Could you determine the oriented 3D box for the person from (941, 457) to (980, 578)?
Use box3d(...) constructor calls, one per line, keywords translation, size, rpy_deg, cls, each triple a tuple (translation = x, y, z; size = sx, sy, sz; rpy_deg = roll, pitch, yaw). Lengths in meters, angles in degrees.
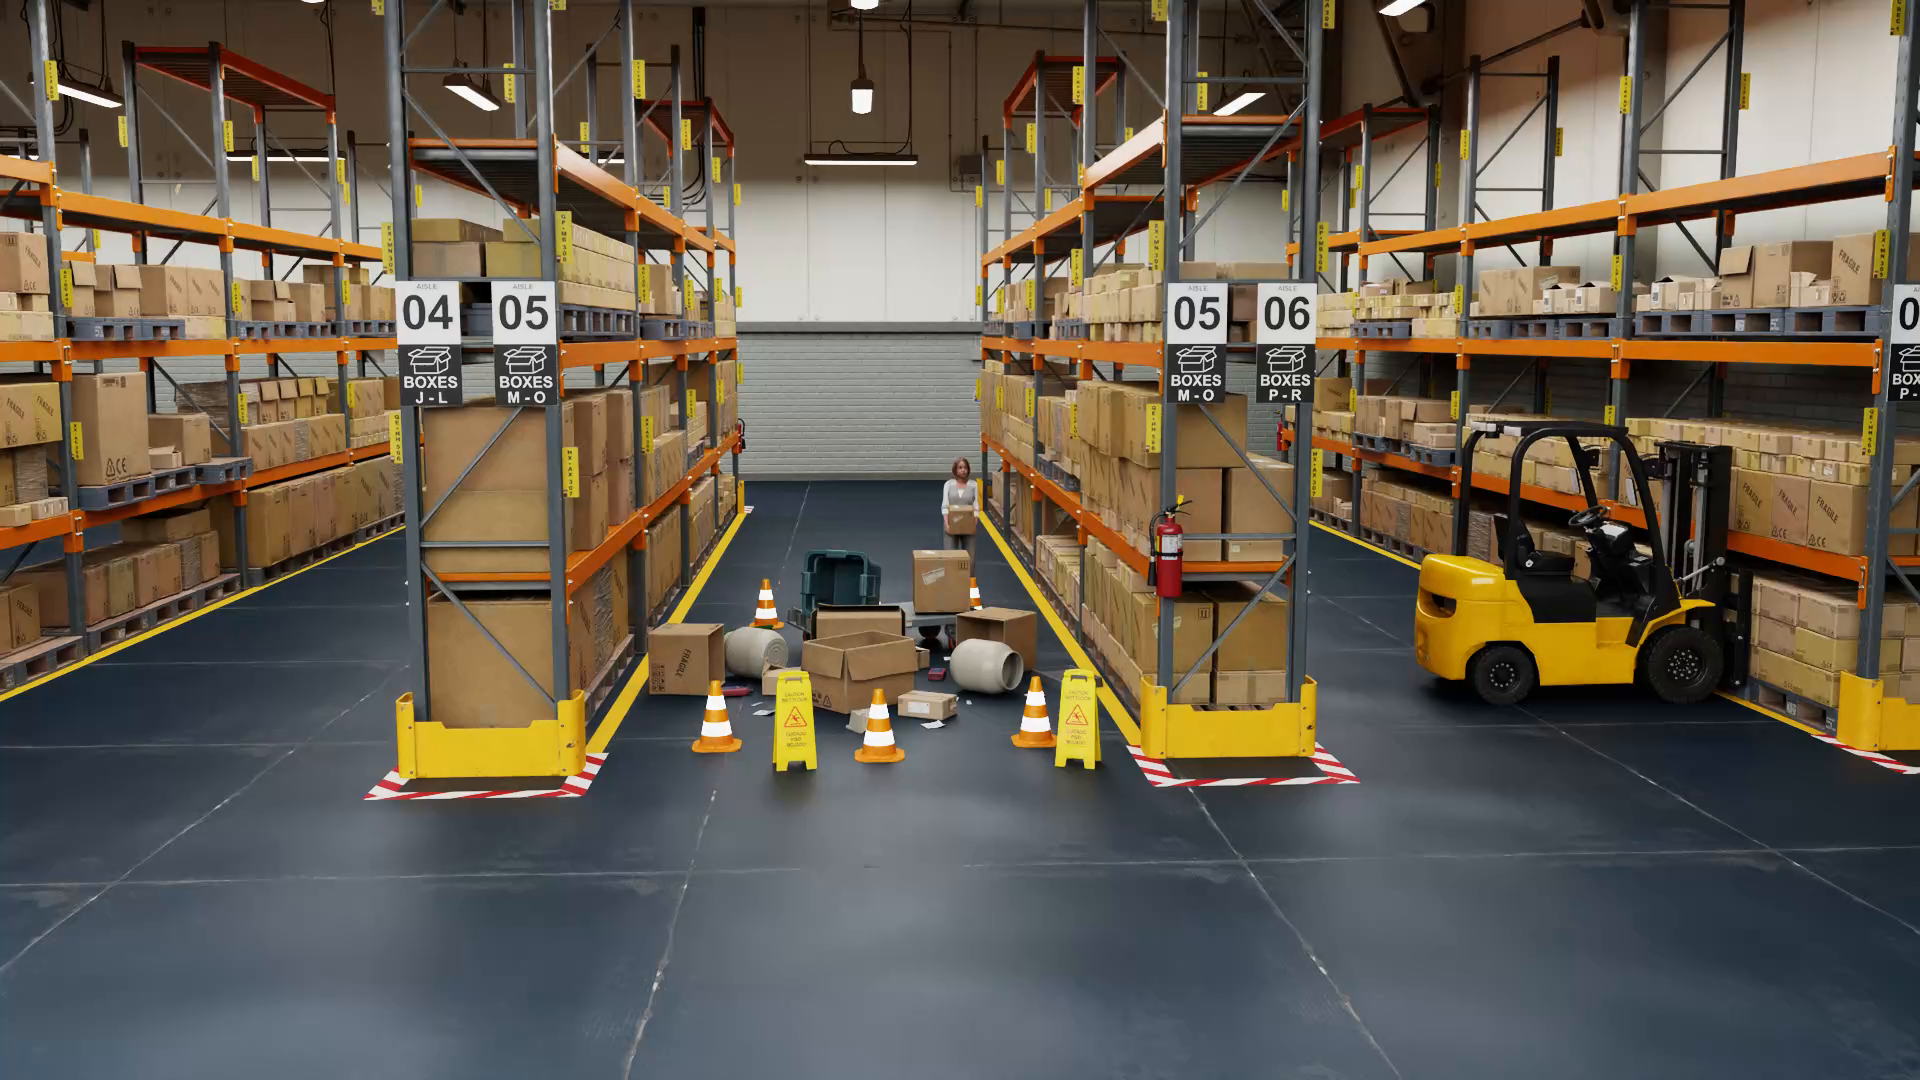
box3d(translation=(0.008, -0.058, 17.290), size=(0.404, 1.590, 0.497), rpy_deg=(0, 7, -3), cls="person")
